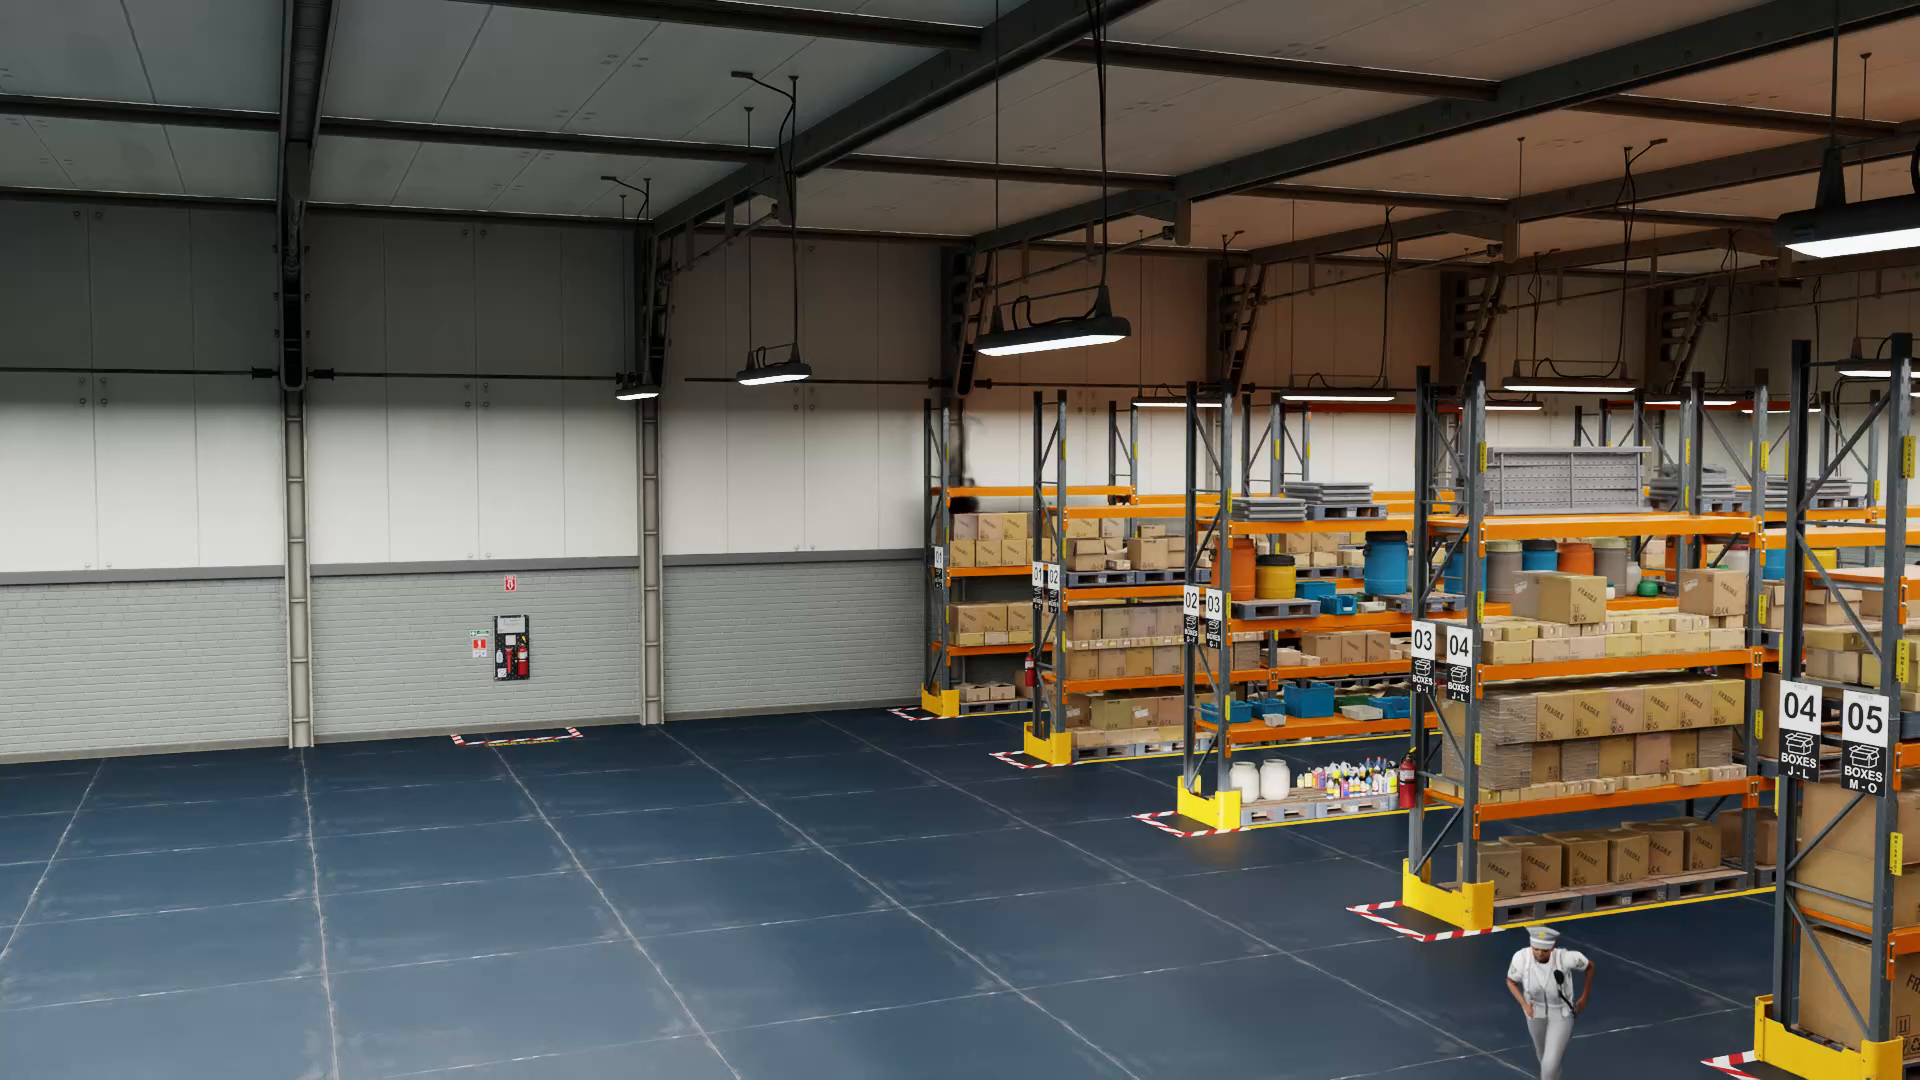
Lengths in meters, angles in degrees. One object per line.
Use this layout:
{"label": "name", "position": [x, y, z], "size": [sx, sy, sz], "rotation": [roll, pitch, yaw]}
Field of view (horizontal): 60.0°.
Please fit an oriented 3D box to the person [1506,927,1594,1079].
{"label": "person", "position": [4.500, 3.655, 12.666], "size": [0.618, 1.625, 0.985], "rotation": [2, 4, 27]}
